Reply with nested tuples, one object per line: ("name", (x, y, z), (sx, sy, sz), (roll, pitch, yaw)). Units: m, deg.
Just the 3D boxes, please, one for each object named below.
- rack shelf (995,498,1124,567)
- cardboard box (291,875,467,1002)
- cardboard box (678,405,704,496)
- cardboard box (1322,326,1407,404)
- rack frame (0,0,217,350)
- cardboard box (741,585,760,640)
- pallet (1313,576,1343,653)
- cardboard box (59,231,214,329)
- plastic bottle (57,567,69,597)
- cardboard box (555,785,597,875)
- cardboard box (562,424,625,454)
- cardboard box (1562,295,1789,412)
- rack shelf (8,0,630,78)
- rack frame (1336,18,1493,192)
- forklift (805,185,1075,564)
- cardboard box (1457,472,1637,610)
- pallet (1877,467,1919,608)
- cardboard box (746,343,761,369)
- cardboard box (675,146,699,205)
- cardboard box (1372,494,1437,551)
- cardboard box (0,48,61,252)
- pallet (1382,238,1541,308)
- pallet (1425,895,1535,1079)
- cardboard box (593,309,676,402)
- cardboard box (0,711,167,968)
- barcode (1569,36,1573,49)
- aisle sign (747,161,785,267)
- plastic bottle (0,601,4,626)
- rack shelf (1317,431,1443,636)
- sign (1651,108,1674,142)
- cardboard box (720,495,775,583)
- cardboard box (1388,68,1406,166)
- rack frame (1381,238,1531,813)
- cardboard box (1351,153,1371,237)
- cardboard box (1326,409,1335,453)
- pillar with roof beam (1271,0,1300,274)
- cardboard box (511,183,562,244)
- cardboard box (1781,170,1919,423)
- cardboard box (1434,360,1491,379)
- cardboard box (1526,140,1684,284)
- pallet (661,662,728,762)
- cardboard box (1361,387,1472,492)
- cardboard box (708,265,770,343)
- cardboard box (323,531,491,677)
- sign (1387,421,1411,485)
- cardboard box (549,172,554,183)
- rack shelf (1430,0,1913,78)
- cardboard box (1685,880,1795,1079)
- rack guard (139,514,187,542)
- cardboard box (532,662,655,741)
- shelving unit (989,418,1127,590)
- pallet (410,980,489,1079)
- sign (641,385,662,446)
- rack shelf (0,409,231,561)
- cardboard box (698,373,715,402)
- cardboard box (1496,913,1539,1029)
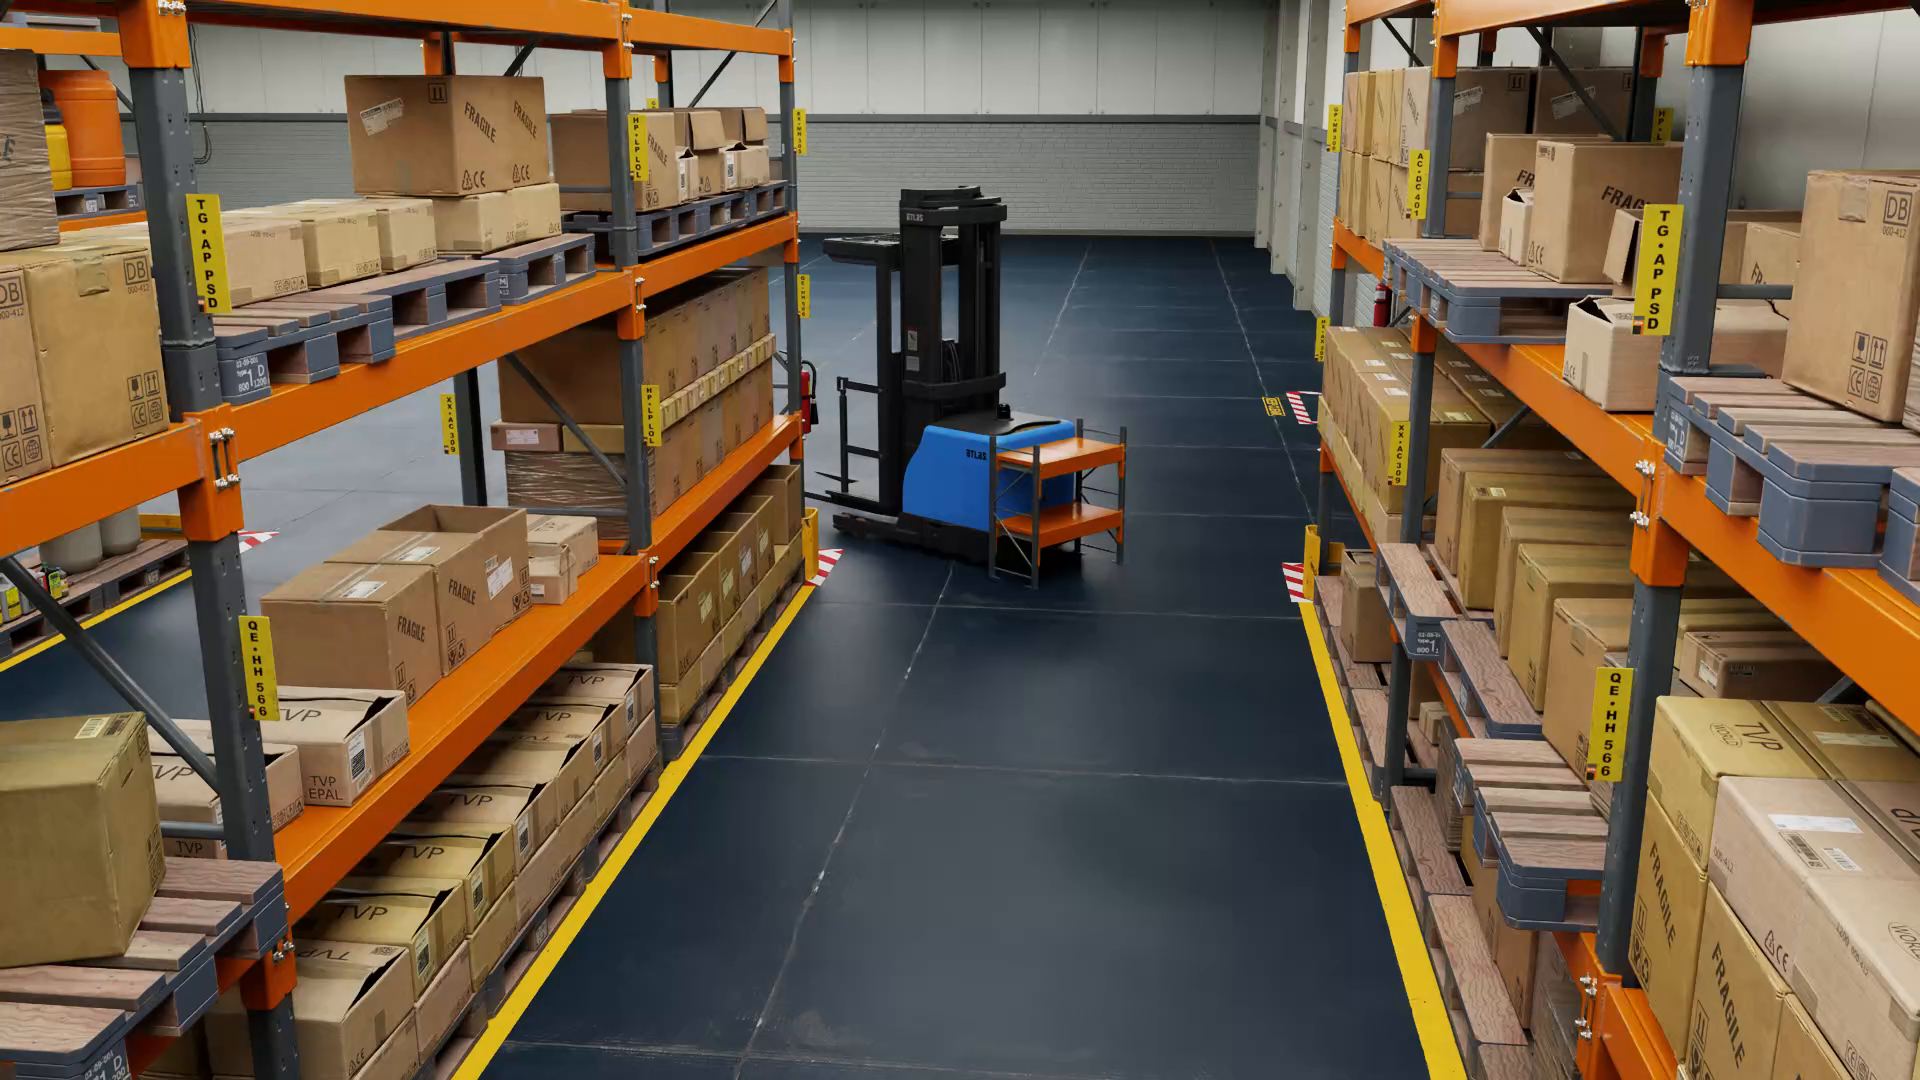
("rack shelf", (0.774, -0.070, 13.200), (1.000, 0.278, 0.538), (-15, 21, -43))
("cardboard box", (-2.220, 1.480, 6.331), (0.500, 0.311, 0.500), (1, 15, 5))
("cardboard box", (-2.013, -0.578, 10.363), (0.700, 0.500, 0.500), (2, 15, 7))
("cardboard box", (2.851, -1.225, 11.757), (0.500, 0.500, 0.500), (2, 15, 6))
("rack frame", (-2.622, -2.006, 4.342), (1.000, 3.000, 0.127), (2, 15, 6))
("cardboard box", (-1.644, 0.477, 11.116), (0.500, 0.250, 0.500), (2, 15, 6))
("pallet", (3.068, 0.535, 11.778), (1.003, 0.211, 1.213), (2, 15, 6))
("cardboard box", (-2.627, -0.808, 5.140), (0.500, 0.250, 0.500), (1, 15, 2))
("plastic bottle", (-6.412, 0.296, 11.840), (0.097, 0.201, 0.097), (0, 15, 0))
("cardboard box", (-2.046, 1.357, 7.861), (0.500, 0.250, 0.500), (2, 15, 8))
("cardboard box", (-1.948, -0.573, 9.101), (0.380, 0.149, 0.250), (2, 15, 6))
("cardboard box", (2.113, -0.575, 4.927), (0.500, 0.311, 0.500), (2, 15, 6))
("rack shelf", (-2.396, -1.985, 6.407), (1.077, 0.370, 4.000), (2, 15, 6))
("rack frame", (3.203, -3.936, 11.480), (1.000, 3.000, 0.127), (2, 15, 6))
("forklift", (-0.459, -1.527, 14.194), (3.031, 2.935, 1.130), (14, 20, 41))
("cardboard box", (2.590, 0.012, 7.336), (0.700, 0.500, 0.500), (3, 15, 12))
("pallet", (2.157, 0.136, 2.526), (1.003, 0.211, 1.213), (2, 15, 9))
("cardboard box", (-1.630, -1.308, 11.817), (0.380, 0.149, 0.250), (1, 15, 5))
("cardboard box", (-1.791, -2.086, 9.481), (0.500, 0.311, 0.500), (1, 15, 3))
("cardboard box", (2.504, -0.072, 8.930), (0.500, 0.250, 0.500), (2, 15, 6))
("cardboard box", (-2.678, -0.976, 4.173), (0.500, 0.500, 0.500), (2, 15, 6))
("pallet", (2.576, -1.203, 7.478), (1.213, 0.211, 1.003), (2, 15, 6))
("pallet", (2.530, 1.863, 6.870), (1.003, 0.211, 1.213), (2, 15, 6))
("cardboard box", (-2.071, -1.069, 9.691), (0.700, 0.500, 0.500), (2, 15, 6))
("cardboard box", (-2.581, 0.805, 4.441), (0.700, 0.500, 0.500), (-3, 16, -13))
("barcode", (3.336, -2.716, 9.073), (0.001, 0.075, 0.075), (2, 15, 6))
("aisle sign", (-1.420, -2.449, 12.490), (0.394, 0.787, 0.004), (2, 15, 6))
("plastic bottle", (-6.519, 0.415, 11.111), (0.144, 0.351, 0.185), (2, 15, 6))
("rack shelf", (2.977, -0.174, 10.438), (1.077, 0.370, 4.000), (2, 15, 6))
("sign", (3.304, -1.875, 7.859), (0.100, 0.325, 0.005), (2, 15, 6))
("cardboard box", (-1.583, -0.015, 11.497), (0.500, 0.500, 0.500), (2, 15, 6))
("cardboard box", (2.590, -2.273, 8.928), (0.500, 0.500, 0.500), (3, 15, 9))
("rack frame", (2.752, -0.003, 8.426), (1.000, 3.000, 0.127), (2, 15, 6))
("cardboard box", (2.766, -2.194, 10.552), (0.500, 0.500, 0.500), (2, 15, 9))
("cardboard box", (2.788, -0.725, 11.347), (0.500, 0.250, 0.500), (1, 15, 5))
("pillar with roof beam", (2.414, -10.081, 34.203), (9.100, 9.000, 0.400), (2, 15, 6))
("cardboard box", (-2.250, -1.567, 7.945), (0.500, 0.250, 0.500), (3, 15, 12))
("cardboard box", (2.304, -0.549, 3.665), (0.700, 0.500, 0.500), (1, 15, 2))
("cardboard box", (3.184, -0.816, 10.245), (0.500, 0.500, 0.500), (2, 15, 7))
("cardboard box", (2.471, -1.243, 6.268), (0.500, 0.500, 0.500), (1, 15, 4))
("pallet", (-2.039, 0.993, 10.084), (1.003, 0.211, 1.213), (2, 15, 6))
("cardboard box", (2.548, -0.563, 9.312), (0.500, 0.500, 0.500), (2, 15, 6))
("cardboard box", (-1.791, -1.725, 12.119), (0.700, 0.500, 0.500), (2, 15, 6))
("cardboard box", (-2.390, 0.269, 7.228), (0.500, 0.500, 0.500), (2, 15, 6))
("sign", (2.212, -0.435, 8.365), (0.100, 0.325, 0.005), (2, 15, 6))
("cardboard box", (-2.306, -2.066, 9.717), (0.380, 0.149, 0.250), (2, 15, 6))
("rack shelf", (2.526, -1.840, 5.871), (1.077, 0.370, 4.000), (2, 15, 6))
("cardboard box", (1.923, 1.087, 3.596), (0.500, 0.500, 0.500), (2, 15, 8))
("rack guard", (-6.603, -0.104, 13.590), (1.175, 0.500, 0.348), (2, 15, 6))
("cardboard box", (-1.932, 0.820, 8.773), (0.500, 0.311, 0.500), (2, 15, 6))
("shelving unit", (0.774, -0.306, 13.136), (1.048, 1.125, 0.538), (-15, 21, -43))
("pallet", (-2.490, 2.023, 6.275), (1.003, 0.211, 1.213), (2, 15, 6))
("sign", (-1.631, -0.655, 8.771), (0.100, 0.325, 0.005), (2, 15, 6))
("rack shelf", (-2.848, 0.308, 2.909), (1.077, 0.370, 4.000), (2, 15, 6))
("cardboard box", (-1.777, -0.975, 10.587), (0.380, 0.149, 0.250), (2, 15, 6))
("cardboard box", (2.531, 1.581, 6.516), (0.700, 0.500, 0.500), (2, 15, 6))
